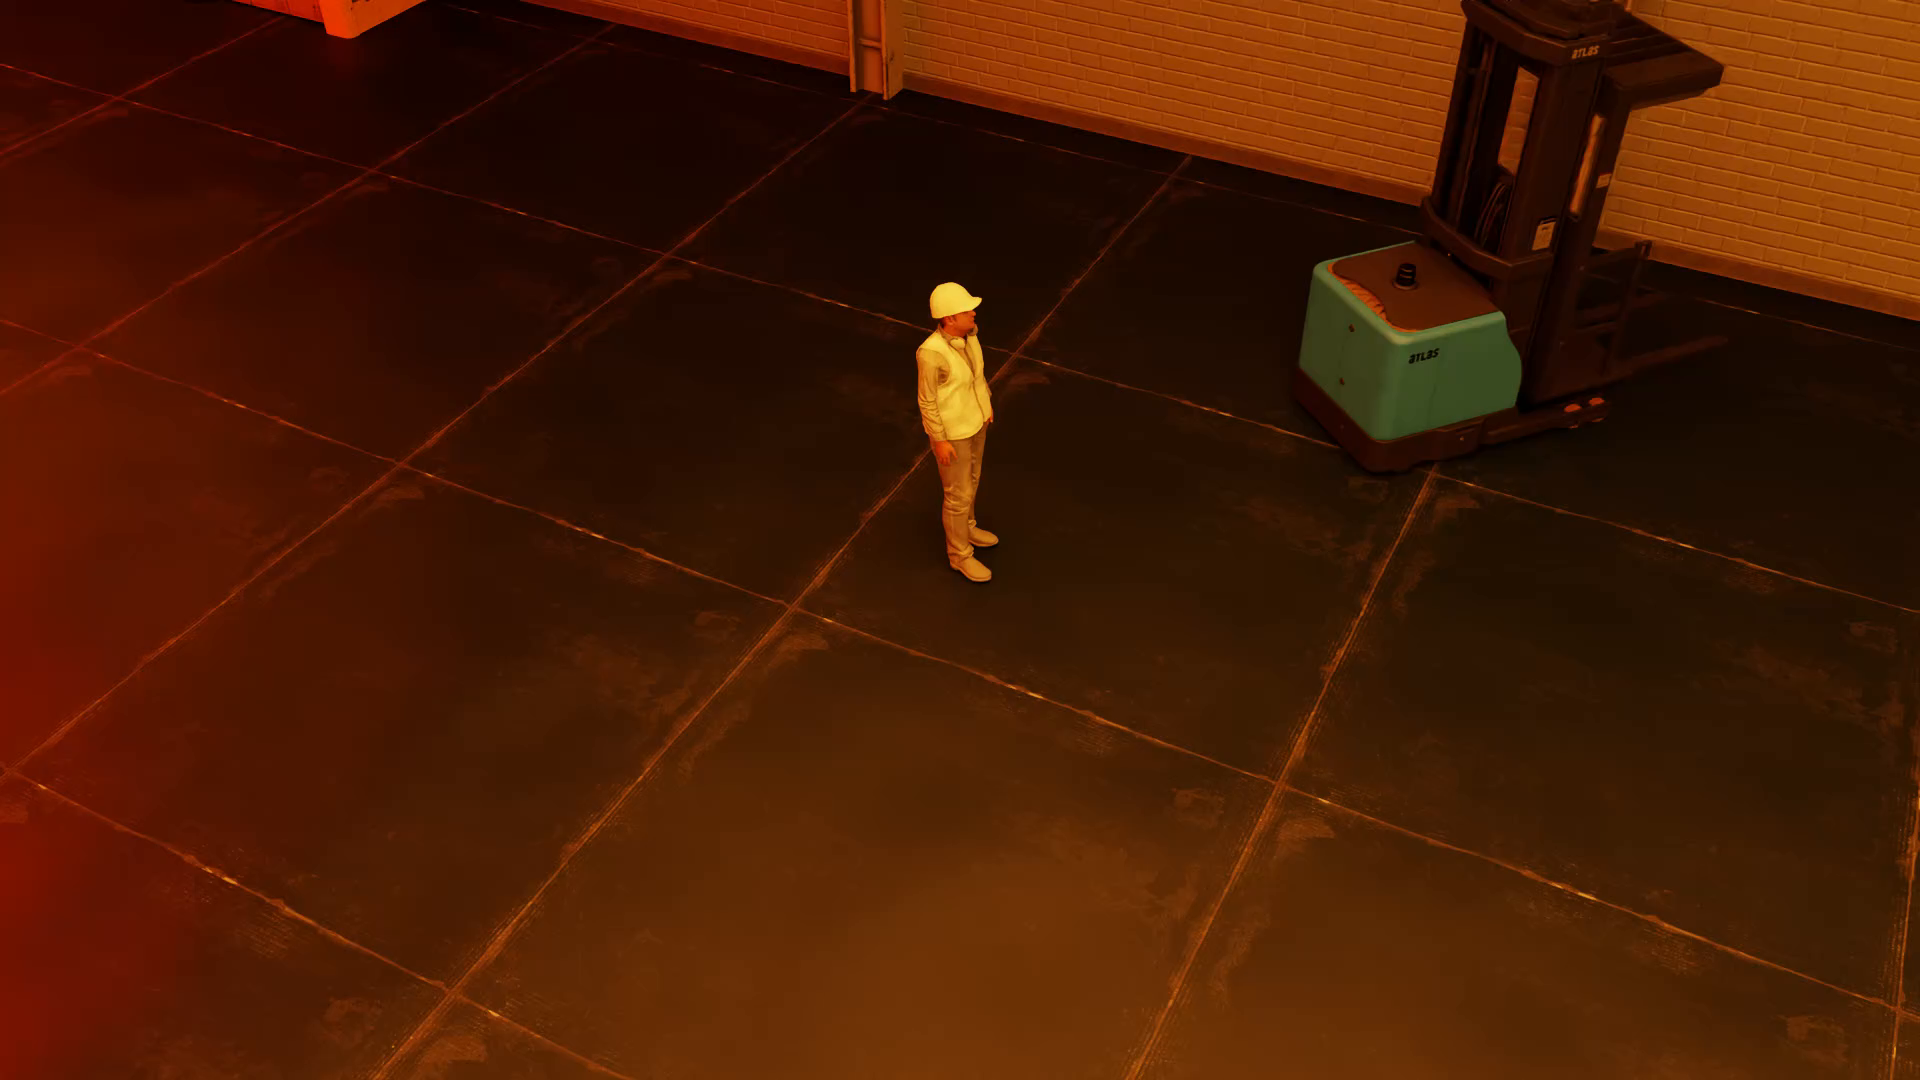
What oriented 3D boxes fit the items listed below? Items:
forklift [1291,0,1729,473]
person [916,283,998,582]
[{"bbox_3d":[3.828,-2.166,10.559,3.031,2.935,1.130,-15,42,-17],"label":"forklift"},{"bbox_3d":[0.054,-0.660,9.658,0.562,1.775,0.633,18,43,21],"label":"person"}]
